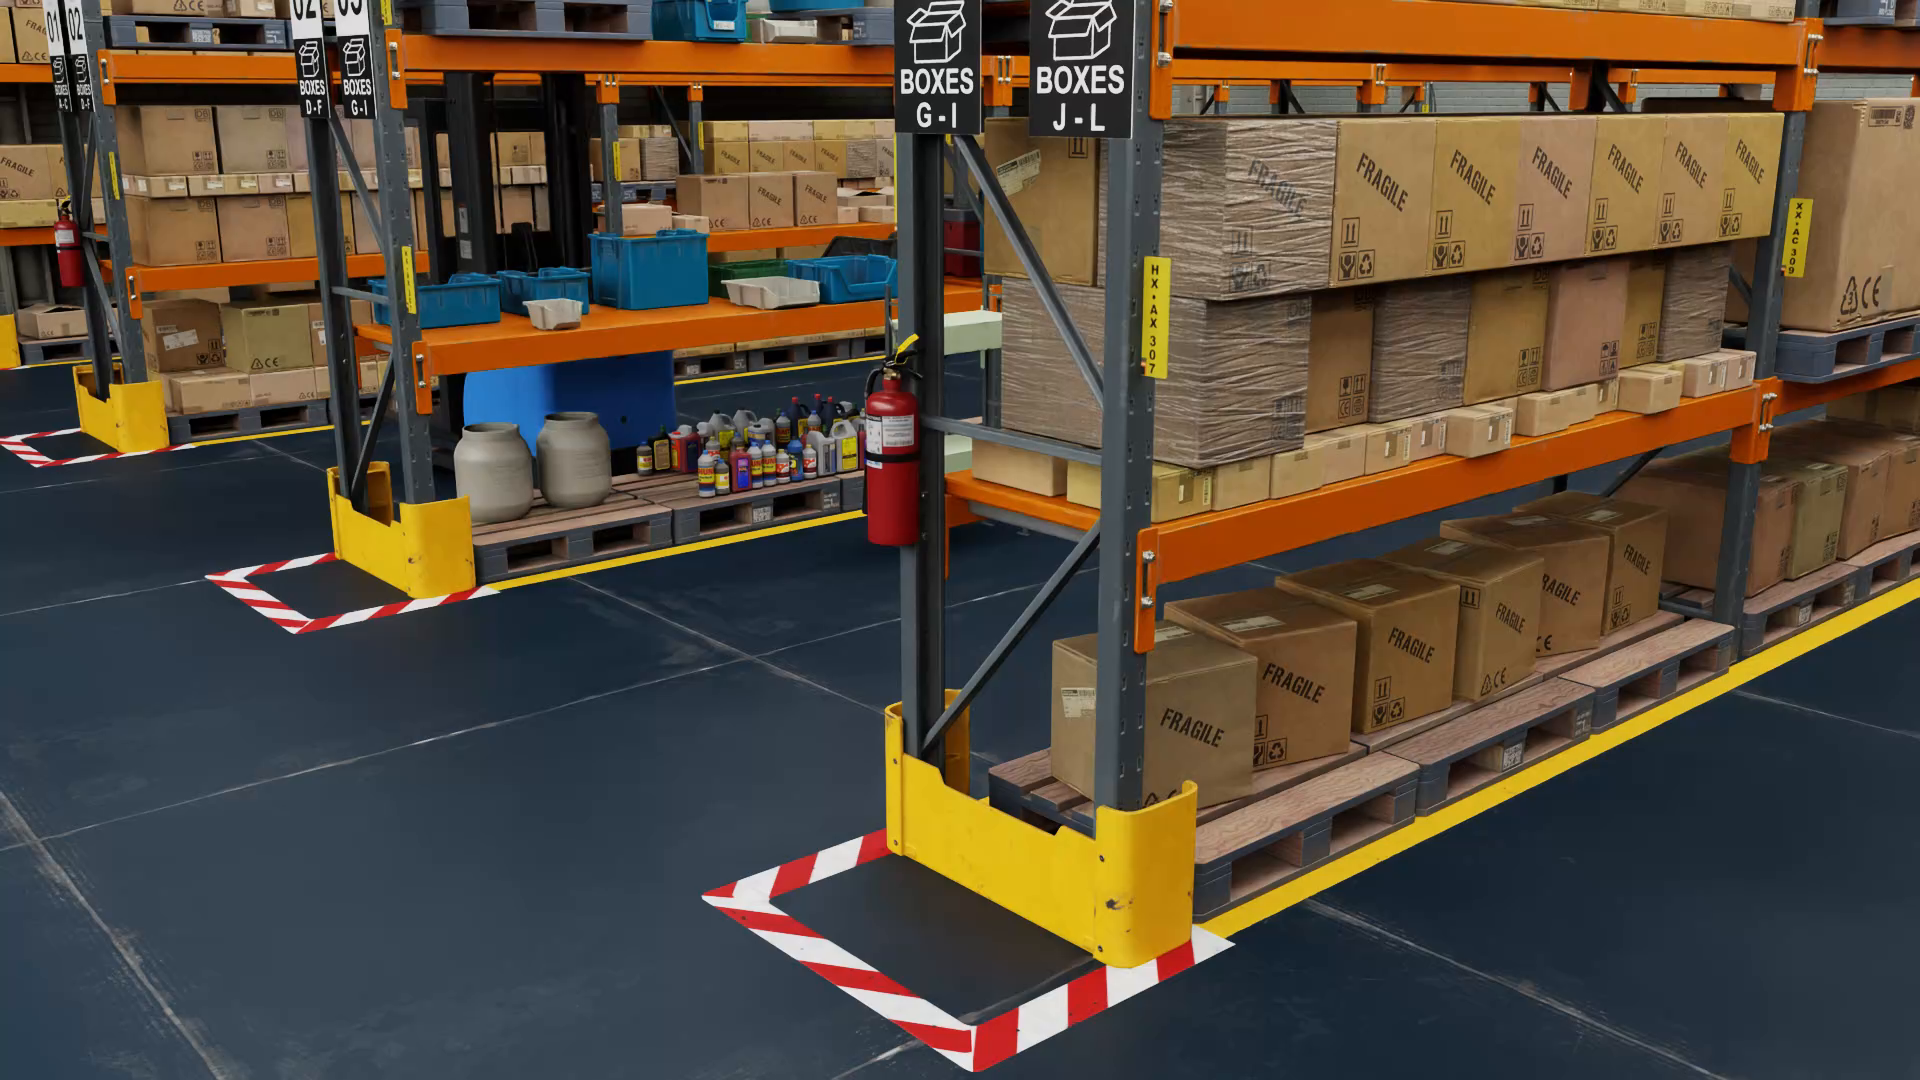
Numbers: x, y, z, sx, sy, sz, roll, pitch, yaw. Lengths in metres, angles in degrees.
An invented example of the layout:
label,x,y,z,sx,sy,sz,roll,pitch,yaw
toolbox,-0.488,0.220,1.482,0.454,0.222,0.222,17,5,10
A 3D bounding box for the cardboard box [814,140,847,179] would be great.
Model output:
label,x,y,z,sx,sy,sz,roll,pitch,yaw
cardboard box,-1.847,-5.036,21.982,0.500,0.500,0.500,-12,19,-38

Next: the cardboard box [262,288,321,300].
label,x,y,z,sx,sy,sz,roll,pitch,yaw
cardboard box,-5.372,-1.780,13.664,0.500,0.500,0.500,-13,19,-39

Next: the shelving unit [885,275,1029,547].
label,x,y,z,sx,sy,sz,roll,pitch,yaw
shelving unit,-0.005,-0.723,9.552,0.755,1.500,0.431,-13,19,-39

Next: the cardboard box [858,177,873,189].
label,x,y,z,sx,sy,sz,roll,pitch,yaw
cardboard box,-1.386,-4.828,22.460,0.250,0.149,0.380,-13,19,-39

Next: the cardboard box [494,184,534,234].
label,x,y,z,sx,sy,sz,roll,pitch,yaw
cardboard box,-4.033,-2.781,14.157,0.500,0.500,0.700,-13,20,-40

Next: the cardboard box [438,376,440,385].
label,x,y,z,sx,sy,sz,roll,pitch,yaw
cardboard box,-4.266,-1.483,14.004,0.500,0.250,0.500,-13,19,-39

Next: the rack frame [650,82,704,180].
label,x,y,z,sx,sy,sz,roll,pitch,yaw
rack frame,-3.545,-4.541,20.940,0.127,3.000,1.000,-13,19,-39

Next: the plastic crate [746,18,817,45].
label,x,y,z,sx,sy,sz,roll,pitch,yaw
plastic crate,-1.005,-2.906,9.517,0.396,0.136,0.243,-13,19,-39

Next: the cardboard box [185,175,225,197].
label,x,y,z,sx,sy,sz,roll,pitch,yaw
cardboard box,-5.691,-2.654,12.423,0.250,0.149,0.380,-13,20,-41

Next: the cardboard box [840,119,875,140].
label,x,y,z,sx,sy,sz,roll,pitch,yaw
cardboard box,-1.489,-5.483,22.202,0.500,0.250,0.500,-12,19,-38

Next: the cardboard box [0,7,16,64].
label,x,y,z,sx,sy,sz,roll,pitch,yaw
cardboard box,-9.164,-4.701,15.493,0.500,0.500,0.500,-12,19,-38

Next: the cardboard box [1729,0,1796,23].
label,x,y,z,sx,sy,sz,roll,pitch,yaw
cardboard box,3.019,-2.220,6.725,0.500,0.250,0.500,-12,19,-37

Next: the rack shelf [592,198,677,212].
label,x,y,z,sx,sy,sz,roll,pitch,yaw
rack shelf,-5.054,-3.855,19.764,4.000,0.370,1.077,-13,19,-39

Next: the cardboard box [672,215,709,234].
label,x,y,z,sx,sy,sz,roll,pitch,yaw
cardboard box,-2.506,-2.889,15.240,0.250,0.149,0.380,-13,19,-39

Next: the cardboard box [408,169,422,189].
label,x,y,z,sx,sy,sz,roll,pitch,yaw
cardboard box,-4.530,-2.914,13.395,0.250,0.149,0.380,-12,19,-38

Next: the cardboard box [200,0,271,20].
label,x,y,z,sx,sy,sz,roll,pitch,yaw
cardboard box,-5.630,-4.116,12.740,0.500,0.250,0.500,-13,19,-39

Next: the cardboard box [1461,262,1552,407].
label,x,y,z,sx,sy,sz,roll,pitch,yaw
cardboard box,1.696,-0.840,6.312,0.500,0.500,0.875,-13,19,-39

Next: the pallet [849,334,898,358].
label,x,y,z,sx,sy,sz,roll,pitch,yaw
pallet,-0.937,-2.099,17.198,1.213,0.211,1.003,-13,19,-39

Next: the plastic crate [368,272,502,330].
label,x,y,z,sx,sy,sz,roll,pitch,yaw
plastic crate,-2.896,-1.329,9.200,0.616,0.251,0.499,-13,19,-39

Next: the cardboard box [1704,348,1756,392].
label,x,y,z,sx,sy,sz,roll,pitch,yaw
cardboard box,3.223,-0.756,7.254,0.250,0.149,0.380,-13,19,-39

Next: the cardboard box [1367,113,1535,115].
label,x,y,z,sx,sy,sz,roll,pitch,yaw
cardboard box,1.932,-1.450,6.657,0.500,0.500,0.500,-13,19,-39

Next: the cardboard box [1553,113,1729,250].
label,x,y,z,sx,sy,sz,roll,pitch,yaw
cardboard box,2.657,-1.431,6.588,0.500,0.500,0.500,-13,19,-39

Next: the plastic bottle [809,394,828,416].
label,x,y,z,sx,sy,sz,roll,pitch,yaw
plastic bottle,-0.941,-0.812,11.258,0.185,0.351,0.144,-12,19,-38

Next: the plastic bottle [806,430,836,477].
label,x,y,z,sx,sy,sz,roll,pitch,yaw
plastic bottle,-0.870,-0.553,10.432,0.135,0.276,0.152,-12,19,-38

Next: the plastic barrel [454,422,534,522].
label,x,y,z,sx,sy,sz,roll,pitch,yaw
plastic barrel,-2.631,-0.385,9.385,0.421,0.512,0.421,0,15,0

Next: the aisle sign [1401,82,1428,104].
label,x,y,z,sx,sy,sz,roll,pitch,yaw
aisle sign,5.997,-6.141,21.890,0.004,0.787,0.394,-13,19,-39

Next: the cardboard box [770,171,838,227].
label,x,y,z,sx,sy,sz,roll,pitch,yaw
cardboard box,-1.546,-3.339,16.243,0.500,0.500,0.500,-14,20,-42

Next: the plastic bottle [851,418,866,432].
label,x,y,z,sx,sy,sz,roll,pitch,yaw
plastic bottle,-0.617,-0.659,10.829,0.135,0.276,0.152,-13,19,-39

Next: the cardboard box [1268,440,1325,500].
label,x,y,z,sx,sy,sz,roll,pitch,yaw
cardboard box,0.945,-0.252,5.367,0.250,0.149,0.380,-13,19,-39

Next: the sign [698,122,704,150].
label,x,y,z,sx,sy,sz,roll,pitch,yaw
sign,-3.182,-4.959,20.411,0.005,0.325,0.100,-13,19,-39

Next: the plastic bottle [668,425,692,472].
label,x,y,z,sx,sy,sz,roll,pitch,yaw
plastic bottle,-1.771,-0.588,10.564,0.135,0.276,0.152,-12,19,-39

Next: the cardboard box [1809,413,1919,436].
label,x,y,z,sx,sy,sz,roll,pitch,yaw
cardboard box,5.307,-0.440,9.574,0.700,0.500,0.500,14,20,42

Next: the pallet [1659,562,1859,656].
label,x,y,z,sx,sy,sz,roll,pitch,yaw
pallet,3.778,0.244,8.427,1.213,0.211,1.003,-13,19,-39

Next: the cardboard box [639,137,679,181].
label,x,y,z,sx,sy,sz,roll,pitch,yaw
cardboard box,-3.893,-4.721,20.565,0.700,0.500,0.500,13,20,40

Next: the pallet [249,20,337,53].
label,x,y,z,sx,sy,sz,roll,pitch,yaw
pallet,-4.855,-3.951,13.090,1.213,0.211,1.003,-13,19,-39

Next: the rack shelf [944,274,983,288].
label,x,y,z,sx,sy,sz,roll,pitch,yaw
rack shelf,1.449,-1.926,12.544,4.000,0.370,1.077,-13,19,-39

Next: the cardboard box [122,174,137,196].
label,x,y,z,sx,sy,sz,roll,pitch,yaw
cardboard box,-6.163,-2.686,12.543,0.250,0.149,0.380,-13,20,-40

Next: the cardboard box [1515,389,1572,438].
label,x,y,z,sx,sy,sz,roll,pitch,yaw
cardboard box,2.081,-0.505,6.314,0.250,0.149,0.380,-13,19,-39

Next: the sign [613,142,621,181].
label,x,y,z,sx,sy,sz,roll,pitch,yaw
sign,-2.943,-3.249,14.269,0.005,0.325,0.100,-13,19,-39

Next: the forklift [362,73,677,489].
label,x,y,z,sx,sy,sz,roll,pitch,yaw
forklift,-3.255,-1.979,11.481,1.130,2.935,3.031,-14,20,-42

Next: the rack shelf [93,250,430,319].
label,x,y,z,sx,sy,sz,roll,pitch,yaw
rack shelf,-4.817,-2.214,13.619,4.000,0.370,1.077,-13,19,-39

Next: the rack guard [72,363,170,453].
label,x,y,z,sx,sy,sz,roll,pitch,yaw
rack guard,-6.344,-1.011,12.565,0.348,0.500,1.175,-13,19,-39

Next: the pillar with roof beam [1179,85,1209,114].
label,x,y,z,sx,sy,sz,roll,pitch,yaw
pillar with roof beam,6.785,-8.583,24.444,0.400,9.000,9.100,-13,19,-39

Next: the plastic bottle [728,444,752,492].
label,x,y,z,sx,sy,sz,roll,pitch,yaw
plastic bottle,-1.322,-0.439,9.992,0.133,0.283,0.061,-12,19,-38

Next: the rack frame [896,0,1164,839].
label,x,y,z,sx,sy,sz,roll,pitch,yaw
rack frame,0.174,-0.293,5.036,0.127,3.000,1.000,-13,19,-39

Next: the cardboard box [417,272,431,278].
label,x,y,z,sx,sy,sz,roll,pitch,yaw
cardboard box,-6.019,-2.997,19.148,0.500,0.500,0.700,-12,19,-38

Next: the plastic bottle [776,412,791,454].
label,x,y,z,sx,sy,sz,roll,pitch,yaw
plastic bottle,-1.170,-0.709,11.028,0.097,0.271,0.097,0,15,0

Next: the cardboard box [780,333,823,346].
label,x,y,z,sx,sy,sz,roll,pitch,yaw
cardboard box,-1.682,-2.055,16.146,0.500,0.250,0.500,-12,19,-38

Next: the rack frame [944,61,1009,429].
label,x,y,z,sx,sy,sz,roll,pitch,yaw
rack frame,-0.060,-1.935,11.182,0.127,3.000,1.000,-13,19,-39

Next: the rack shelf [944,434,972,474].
label,x,y,z,sx,sy,sz,roll,pitch,yaw
rack shelf,-0.005,-0.408,9.636,0.720,0.370,0.431,-13,19,-39

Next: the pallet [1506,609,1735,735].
label,x,y,z,sx,sy,sz,roll,pitch,yaw
pallet,2.708,0.497,7.481,1.213,0.211,1.003,-13,19,-39

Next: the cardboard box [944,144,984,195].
label,x,y,z,sx,sy,sz,roll,pitch,yaw
cardboard box,0.110,-3.958,17.746,0.700,0.500,0.500,8,17,28

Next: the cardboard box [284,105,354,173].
label,x,y,z,sx,sy,sz,roll,pitch,yaw
cardboard box,-5.152,-3.159,13.056,0.500,0.500,0.700,-13,19,-39

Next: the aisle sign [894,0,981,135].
label,x,y,z,sx,sy,sz,roll,pitch,yaw
aisle sign,-0.069,-1.597,4.880,0.004,0.787,0.394,-13,19,-39

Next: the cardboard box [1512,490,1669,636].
label,x,y,z,sx,sy,sz,roll,pitch,yaw
cardboard box,2.864,0.094,7.616,0.500,0.500,0.500,-13,20,-41
